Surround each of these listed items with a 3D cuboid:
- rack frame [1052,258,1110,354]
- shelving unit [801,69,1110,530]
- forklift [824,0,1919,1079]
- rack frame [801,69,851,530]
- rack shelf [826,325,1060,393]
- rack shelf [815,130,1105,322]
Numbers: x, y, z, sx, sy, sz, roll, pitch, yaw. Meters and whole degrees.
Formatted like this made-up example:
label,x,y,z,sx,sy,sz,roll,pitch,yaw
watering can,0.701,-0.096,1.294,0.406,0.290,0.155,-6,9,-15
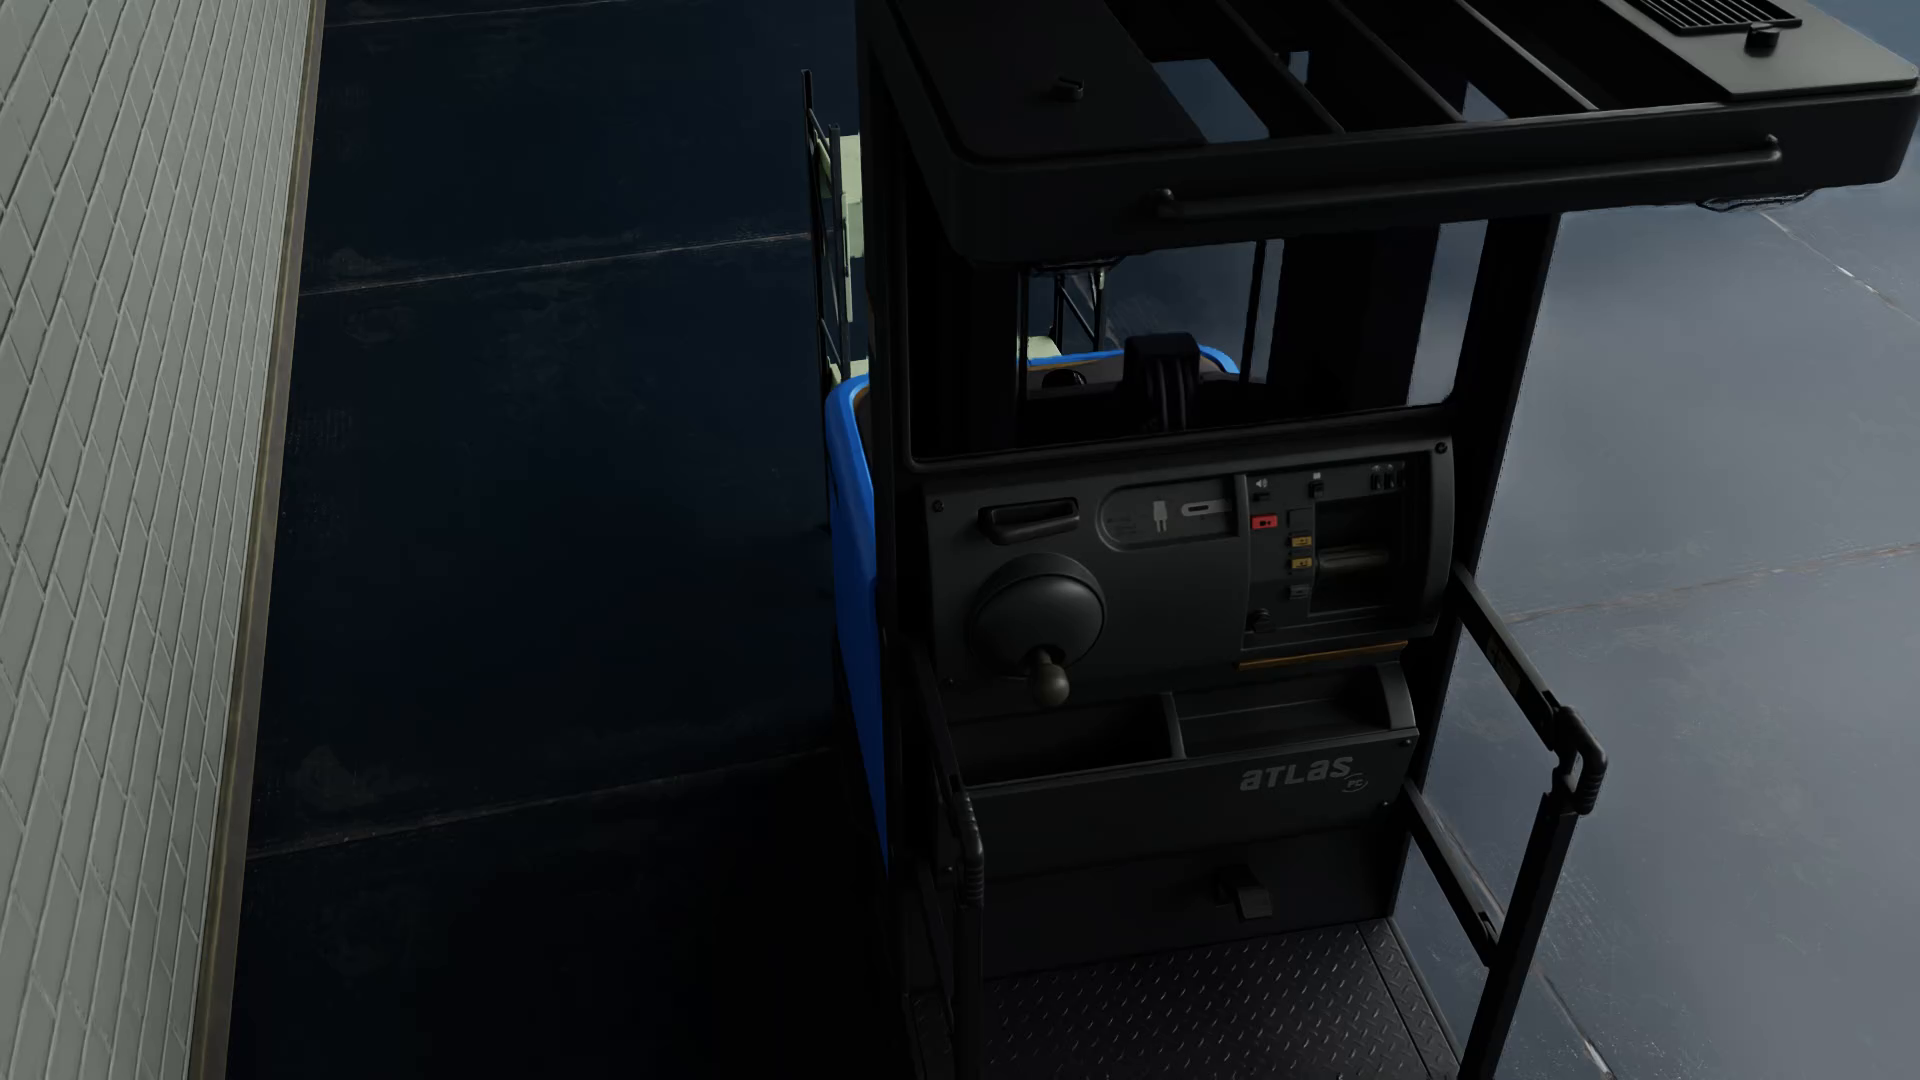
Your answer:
label,x,y,z,sx,sy,sz,roll,pitch,yaw
rack frame,0.347,-0.653,4.869,0.023,1.500,0.400,-9,38,-12
shelving unit,-0.006,-0.595,4.793,0.755,1.500,0.431,-9,38,-12
forklift,0.445,0.117,2.684,1.130,2.935,3.031,-7,38,-9
rack frame,-0.360,-0.537,4.717,0.023,1.500,0.400,-9,38,-12
rack shelf,-0.006,-0.336,4.991,0.720,0.370,0.431,-9,38,-12
rack shelf,-0.006,-0.905,4.556,0.720,0.370,0.431,-9,38,-12
